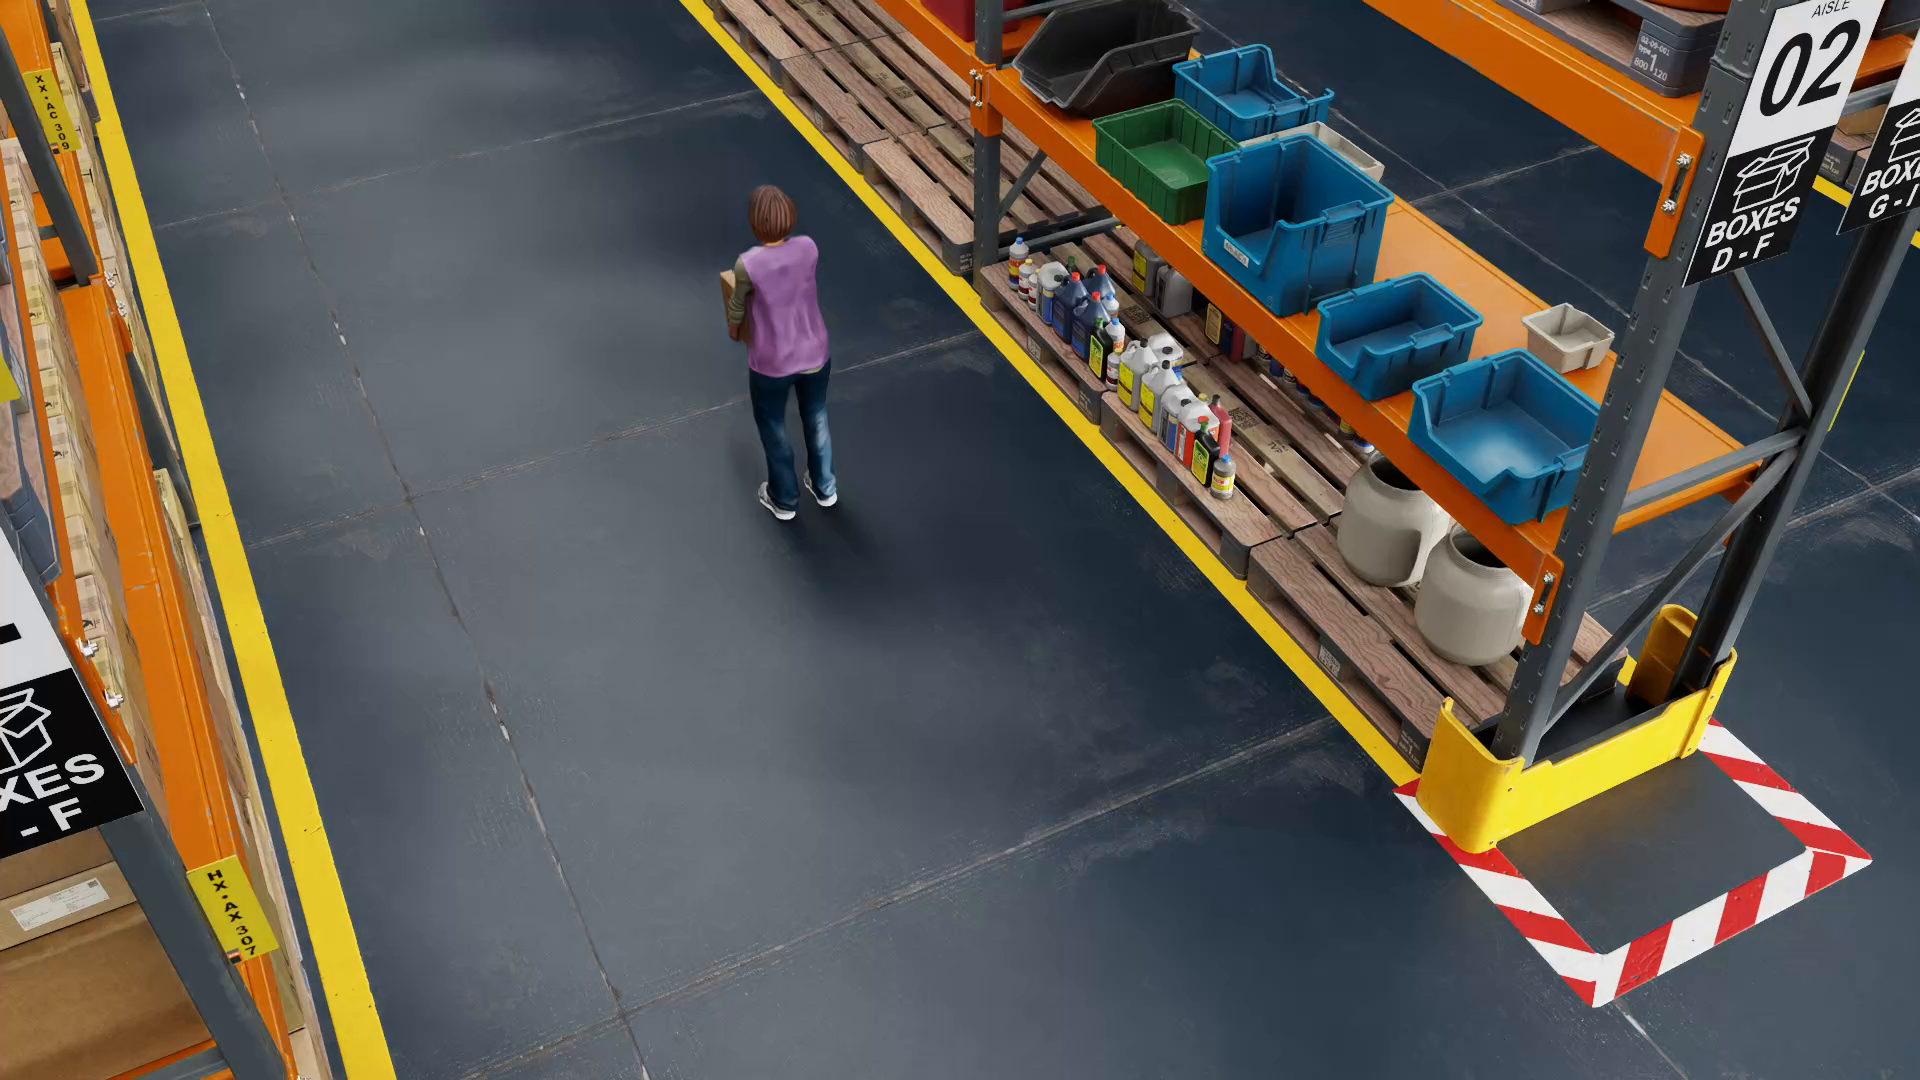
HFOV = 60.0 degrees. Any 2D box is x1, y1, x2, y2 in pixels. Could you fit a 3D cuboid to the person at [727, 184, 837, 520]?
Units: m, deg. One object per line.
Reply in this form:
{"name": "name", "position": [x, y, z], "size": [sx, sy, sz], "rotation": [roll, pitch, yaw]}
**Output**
{"name": "person", "position": [-0.770, -0.813, 7.079], "size": [0.375, 1.598, 0.508], "rotation": [-20, 46, -21]}
